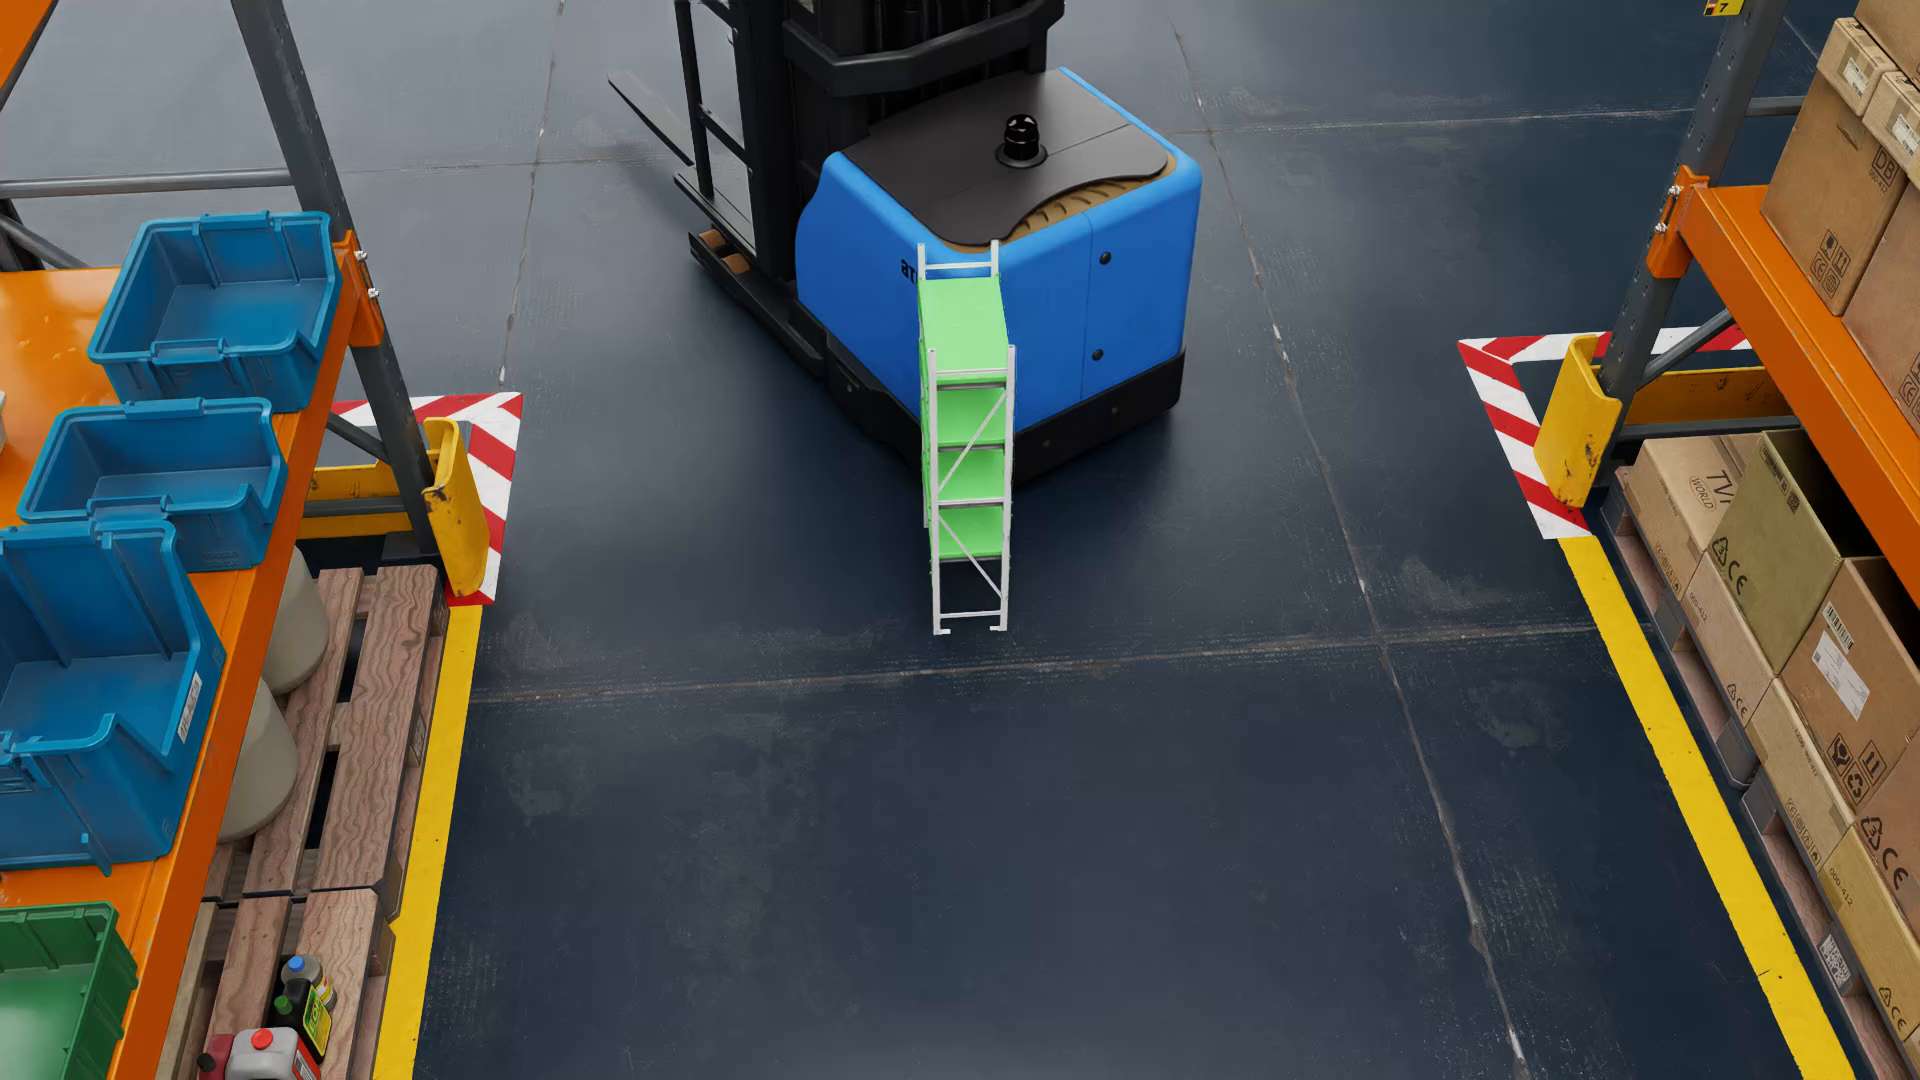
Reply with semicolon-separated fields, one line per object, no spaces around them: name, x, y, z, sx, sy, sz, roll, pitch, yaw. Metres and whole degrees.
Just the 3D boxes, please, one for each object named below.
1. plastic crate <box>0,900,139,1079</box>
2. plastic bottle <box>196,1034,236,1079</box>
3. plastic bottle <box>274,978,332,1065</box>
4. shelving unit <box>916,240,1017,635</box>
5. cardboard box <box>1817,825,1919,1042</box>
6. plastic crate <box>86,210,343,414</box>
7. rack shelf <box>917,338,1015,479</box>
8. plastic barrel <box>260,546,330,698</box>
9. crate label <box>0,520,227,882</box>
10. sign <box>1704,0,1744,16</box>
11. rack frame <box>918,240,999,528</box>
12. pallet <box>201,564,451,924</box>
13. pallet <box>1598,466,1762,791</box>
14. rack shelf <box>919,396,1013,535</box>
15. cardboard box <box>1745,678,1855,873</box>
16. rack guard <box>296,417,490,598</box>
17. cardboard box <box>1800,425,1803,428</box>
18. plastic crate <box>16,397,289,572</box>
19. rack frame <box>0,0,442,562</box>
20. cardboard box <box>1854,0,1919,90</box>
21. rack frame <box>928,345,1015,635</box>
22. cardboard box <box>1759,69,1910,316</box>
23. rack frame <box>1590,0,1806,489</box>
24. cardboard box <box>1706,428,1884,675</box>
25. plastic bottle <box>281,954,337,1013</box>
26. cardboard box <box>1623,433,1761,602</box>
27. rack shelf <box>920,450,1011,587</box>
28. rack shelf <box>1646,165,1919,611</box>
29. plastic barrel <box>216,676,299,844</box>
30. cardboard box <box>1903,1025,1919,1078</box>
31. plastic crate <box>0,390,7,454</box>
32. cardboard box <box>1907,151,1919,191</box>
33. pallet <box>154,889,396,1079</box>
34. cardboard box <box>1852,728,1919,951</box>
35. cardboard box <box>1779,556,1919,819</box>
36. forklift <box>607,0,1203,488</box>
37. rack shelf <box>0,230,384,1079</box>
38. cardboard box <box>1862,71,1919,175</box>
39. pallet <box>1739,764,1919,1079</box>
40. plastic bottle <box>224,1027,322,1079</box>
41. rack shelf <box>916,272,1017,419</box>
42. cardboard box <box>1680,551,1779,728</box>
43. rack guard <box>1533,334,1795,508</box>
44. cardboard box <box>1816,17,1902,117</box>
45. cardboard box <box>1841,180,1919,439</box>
plastic crate;-1.754;0.982;2.900;0.450;0.188;0.662;-3;47;-3
plastic bottle;-1.778;1.290;4.030;0.061;0.283;0.133;-3;47;-3
plastic bottle;-1.637;1.183;4.132;0.061;0.283;0.133;-2;47;-2
shelving unit;0.014;-0.291;5.198;0.258;1.200;0.503;-3;46;-3
cardboard box;2.627;1.004;4.338;0.500;0.250;0.500;-3;47;-3
plastic crate;-1.916;-0.591;4.346;0.499;0.251;0.616;-3;47;-3
rack shelf;0.014;-0.413;5.071;0.258;0.148;0.480;-3;46;-3
plastic barrel;-2.125;0.197;4.922;0.421;0.512;0.421;0;47;0
crate label;-1.832;0.317;3.359;0.502;0.435;0.616;-3;47;-3
sign;2.127;-1.580;4.529;0.100;0.325;0.005;-3;47;-3
rack frame;-0.005;-0.467;5.366;0.240;1.200;0.015;-3;46;-3
pallet;-2.140;0.613;5.024;1.003;0.211;1.213;-3;47;-3
pallet;2.786;0.225;5.391;1.003;0.211;1.213;-3;47;-3
rack shelf;0.014;-0.247;5.244;0.258;0.148;0.480;-3;46;-3
cardboard box;2.590;0.642;4.681;0.500;0.250;0.500;-3;47;-3
rack guard;-2.203;-0.074;5.476;1.175;0.500;0.348;-3;47;-3
cardboard box;3.022;-0.371;5.123;0.500;0.500;0.500;-3;47;-3
plastic crate;-1.867;-0.120;3.901;0.499;0.251;0.408;-3;47;-3
rack frame;-2.256;-0.986;4.618;1.000;3.000;0.127;-3;47;-3
cardboard box;2.711;-1.388;4.036;0.700;0.500;0.500;-3;47;-3
rack frame;0.033;-0.115;5.030;0.240;1.200;0.015;-3;46;-3
cardboard box;2.707;-0.980;4.543;0.700;0.500;0.500;-3;47;-3
rack frame;2.680;-1.284;4.900;1.000;3.000;0.127;-3;47;-3
cardboard box;2.547;0.022;4.751;0.500;0.500;0.500;-3;47;-3
plastic bottle;-1.665;1.127;4.241;0.097;0.201;0.097;0;47;0
cardboard box;2.503;-0.082;5.366;0.500;0.250;0.500;-3;47;-3
rack shelf;0.014;-0.081;5.418;0.258;0.148;0.480;-3;46;-3
rack shelf;2.848;0.410;3.791;1.077;0.370;4.000;-3;47;-3
plastic barrel;-2.083;0.559;4.578;0.421;0.512;0.421;0;47;0
cardboard box;2.670;1.366;3.995;0.500;0.250;0.500;-3;47;-3
plastic crate;-2.502;-0.228;4.082;0.298;0.136;0.250;-3;47;-3
cardboard box;2.543;-0.873;3.995;0.380;0.149;0.250;-3;47;-3
pallet;-2.041;1.494;4.190;1.003;0.211;1.213;-3;47;-3
cardboard box;2.626;0.746;4.066;0.500;0.500;0.500;-3;47;-3
cardboard box;2.602;0.383;4.409;0.500;0.500;0.500;-3;47;-3
forklift;-0.438;-2.169;5.785;1.130;2.935;3.031;-27;52;-23
rack shelf;-2.089;0.709;3.508;1.077;0.370;4.000;-3;47;-3
cardboard box;2.523;-1.054;4.166;0.380;0.149;0.250;-5;47;-4
pallet;2.885;1.106;4.557;1.003;0.211;1.213;-3;47;-3
plastic bottle;-1.672;1.286;4.039;0.152;0.276;0.135;-3;47;-3
rack shelf;0.014;-0.578;4.897;0.258;0.148;0.480;-3;46;-3
cardboard box;2.549;0.280;5.023;0.500;0.250;0.500;-3;47;-3
rack guard;2.678;-0.442;5.824;1.175;0.500;0.348;-3;47;-3
cardboard box;2.499;-1.245;4.347;0.380;0.149;0.250;-4;47;-4
cardboard box;2.755;-0.600;4.184;0.700;0.500;0.500;-2;47;-2
